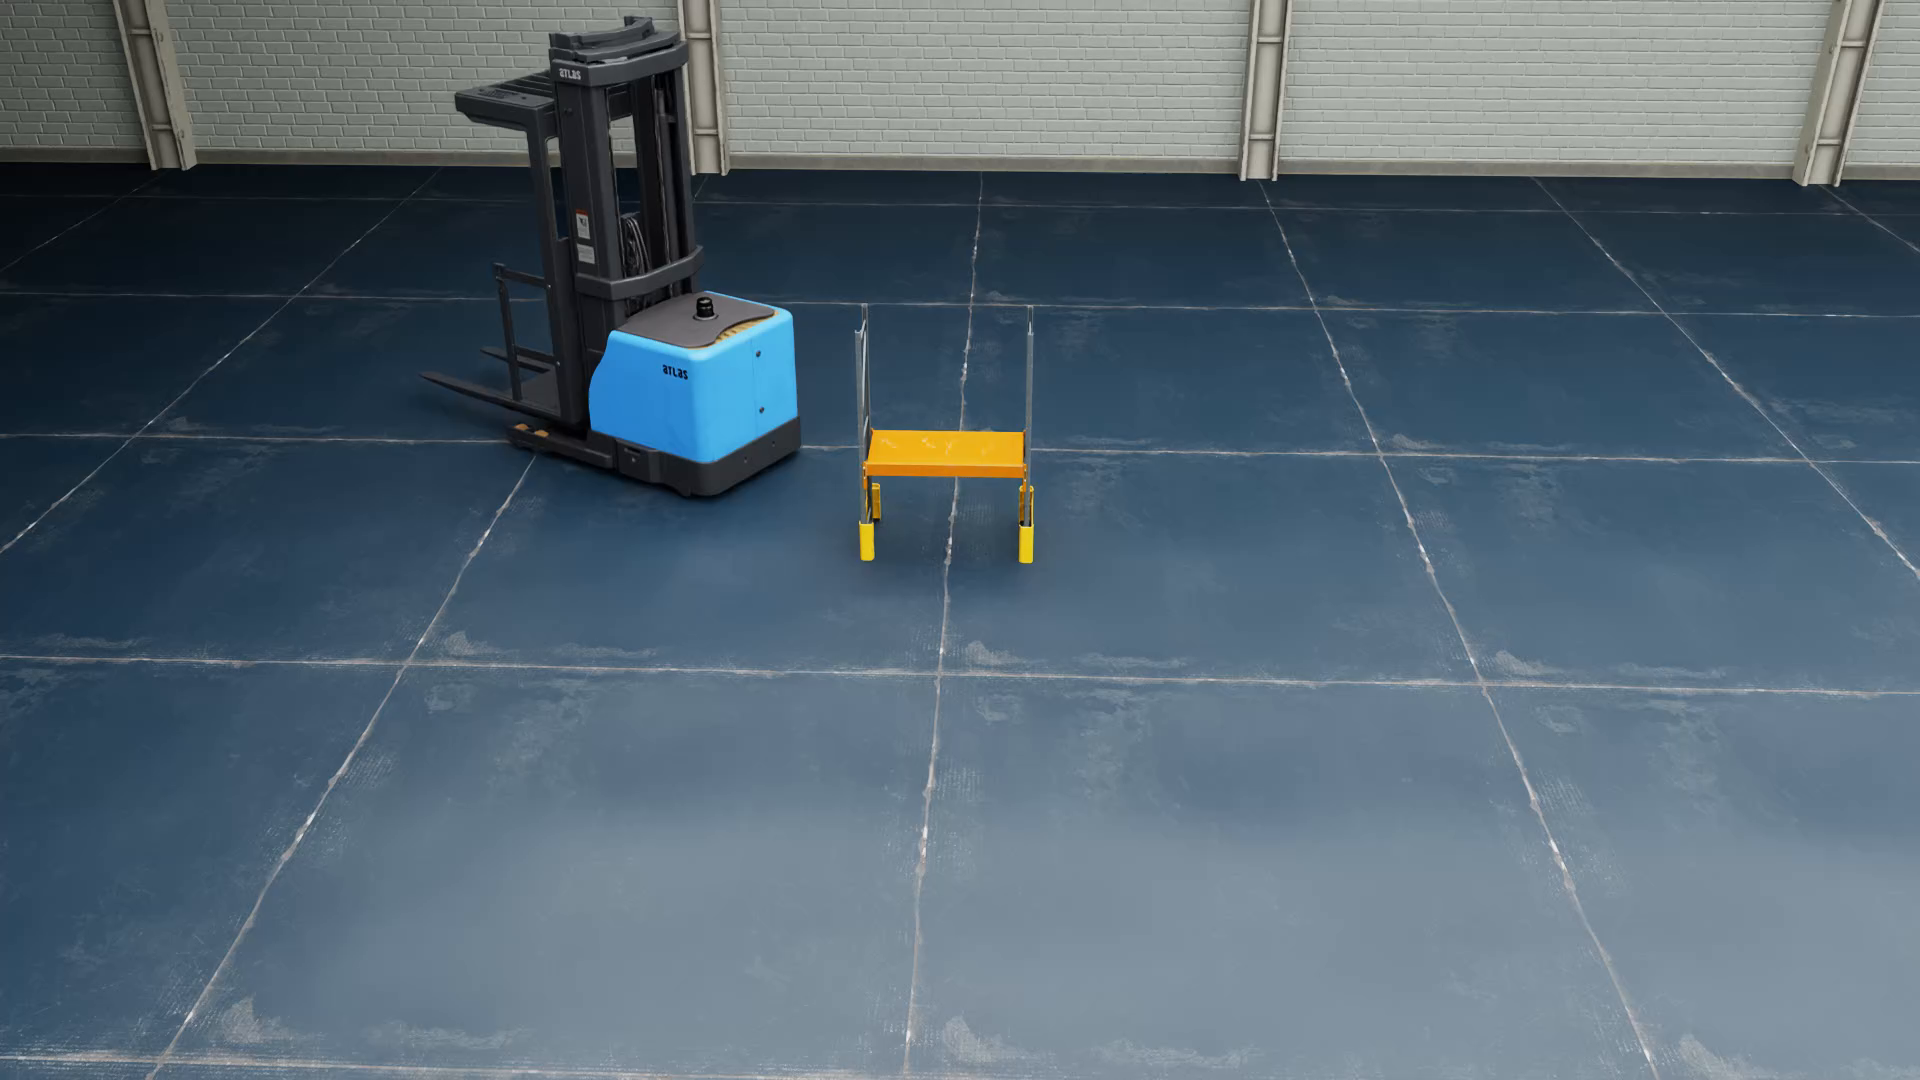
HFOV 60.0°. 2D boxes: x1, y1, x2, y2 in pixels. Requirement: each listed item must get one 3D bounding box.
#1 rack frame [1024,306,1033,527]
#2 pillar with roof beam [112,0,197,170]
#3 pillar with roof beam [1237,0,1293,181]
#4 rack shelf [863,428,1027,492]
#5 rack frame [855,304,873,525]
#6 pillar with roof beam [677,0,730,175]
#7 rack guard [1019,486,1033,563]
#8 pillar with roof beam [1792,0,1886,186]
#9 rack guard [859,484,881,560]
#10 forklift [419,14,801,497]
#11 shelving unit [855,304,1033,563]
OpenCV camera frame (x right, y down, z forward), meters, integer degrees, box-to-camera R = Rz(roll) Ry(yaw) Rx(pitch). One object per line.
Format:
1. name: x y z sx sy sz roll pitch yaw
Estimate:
1. rack frame: 0.423 -0.656 10.311 0.032 1.500 0.500 1 28 2
2. pillar with roof beam: -8.902 -6.127 12.626 0.400 9.000 9.100 1 28 2
3. pillar with roof beam: 3.091 -5.929 12.252 0.400 9.000 9.100 1 28 2
4. rack shelf: -0.085 -0.505 10.411 1.000 0.185 0.538 1 28 2
5. rack frame: -0.593 -0.672 10.343 0.032 1.500 0.500 1 28 2
6. pillar with roof beam: -2.906 -6.028 12.439 0.400 9.000 9.100 1 28 2
7. rack guard: 0.422 -0.103 10.604 0.087 0.250 0.587 1 28 2
8. pillar with roof beam: 9.087 -5.830 12.065 0.400 9.000 9.100 1 28 2
9. rack guard: -0.574 -0.120 10.635 0.087 0.250 0.587 1 28 2
10. forklift: -2.640 -2.097 11.502 3.031 2.935 1.130 17 32 29
11. shelving unit: -0.076 -0.664 10.327 1.083 1.500 0.587 1 28 2
